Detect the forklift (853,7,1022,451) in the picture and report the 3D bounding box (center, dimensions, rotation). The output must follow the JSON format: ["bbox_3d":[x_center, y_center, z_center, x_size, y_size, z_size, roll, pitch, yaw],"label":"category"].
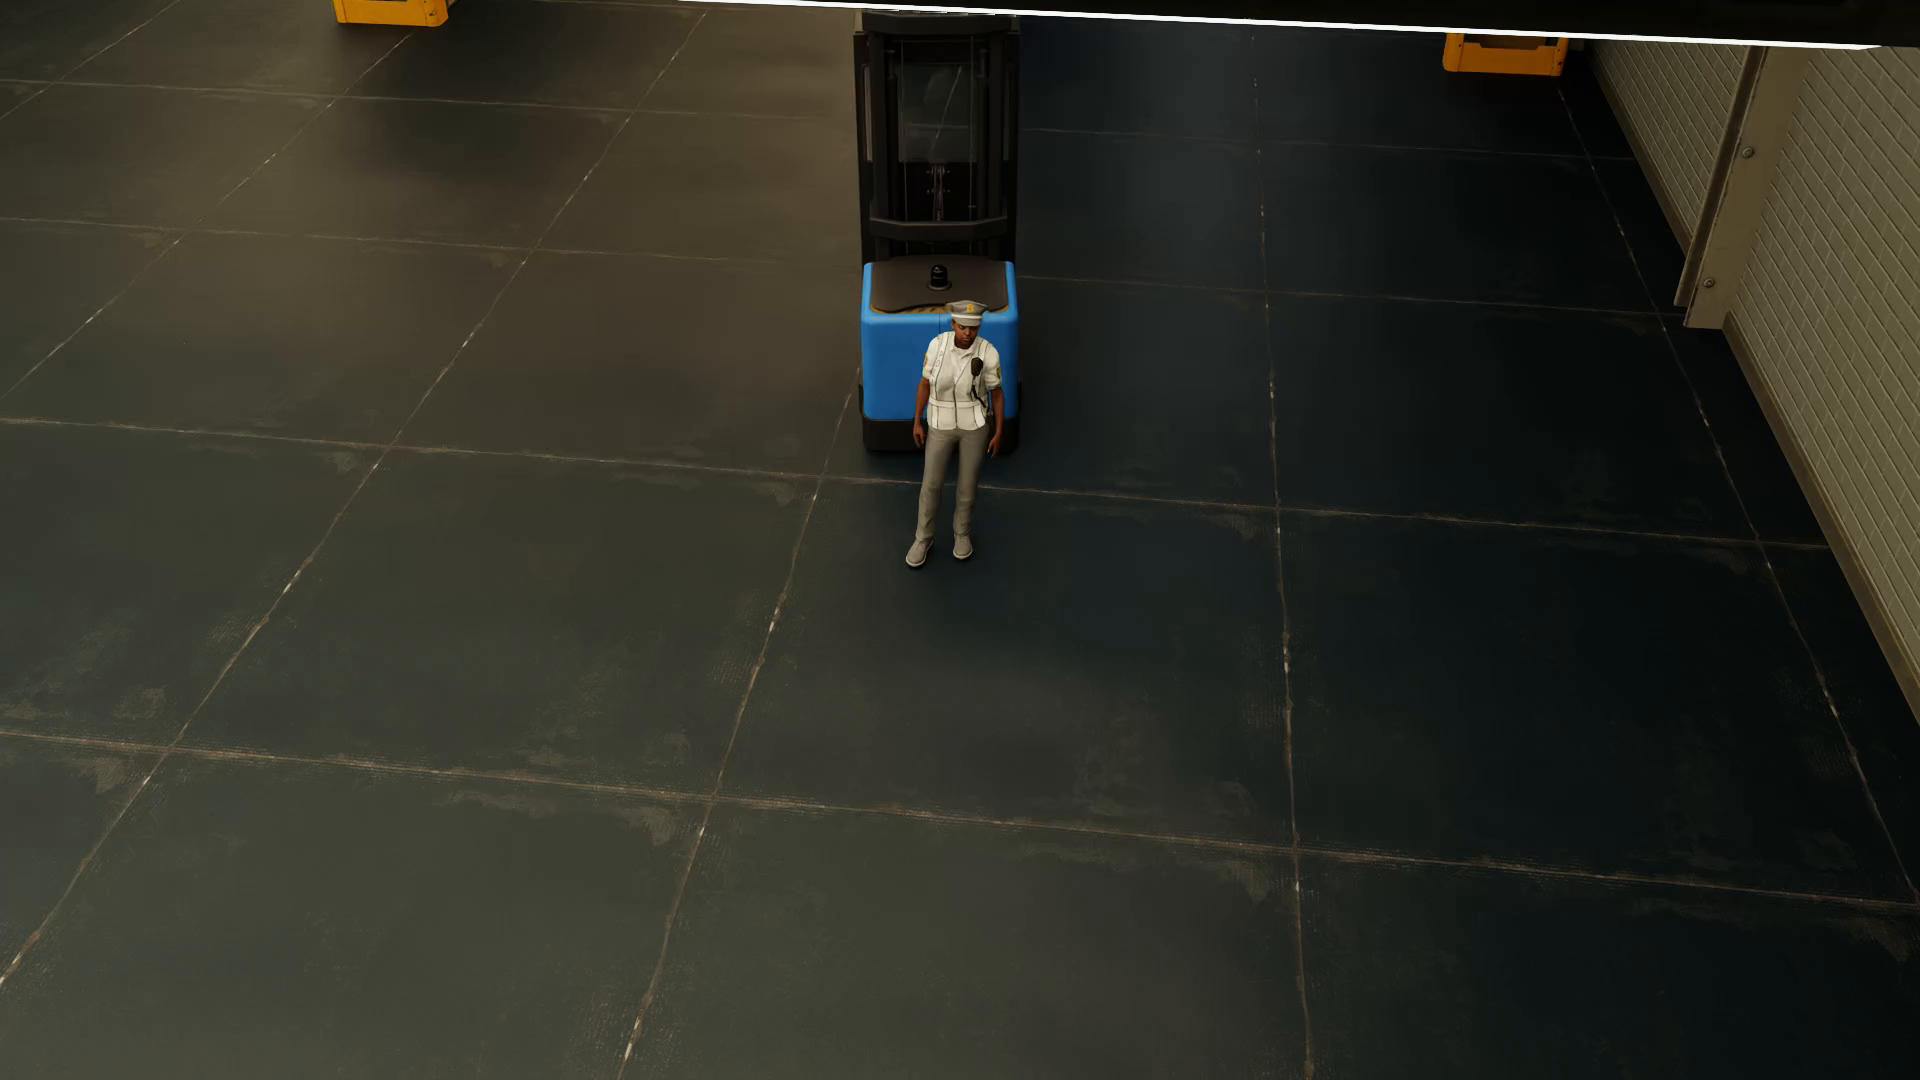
[{"bbox_3d":[-0.155,-2.624,11.590,1.130,2.935,3.031,-1,36,-1],"label":"forklift"}]

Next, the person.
[{"bbox_3d":[-0.029,-0.644,9.936,0.570,1.692,0.530,4,37,6],"label":"person"}]
